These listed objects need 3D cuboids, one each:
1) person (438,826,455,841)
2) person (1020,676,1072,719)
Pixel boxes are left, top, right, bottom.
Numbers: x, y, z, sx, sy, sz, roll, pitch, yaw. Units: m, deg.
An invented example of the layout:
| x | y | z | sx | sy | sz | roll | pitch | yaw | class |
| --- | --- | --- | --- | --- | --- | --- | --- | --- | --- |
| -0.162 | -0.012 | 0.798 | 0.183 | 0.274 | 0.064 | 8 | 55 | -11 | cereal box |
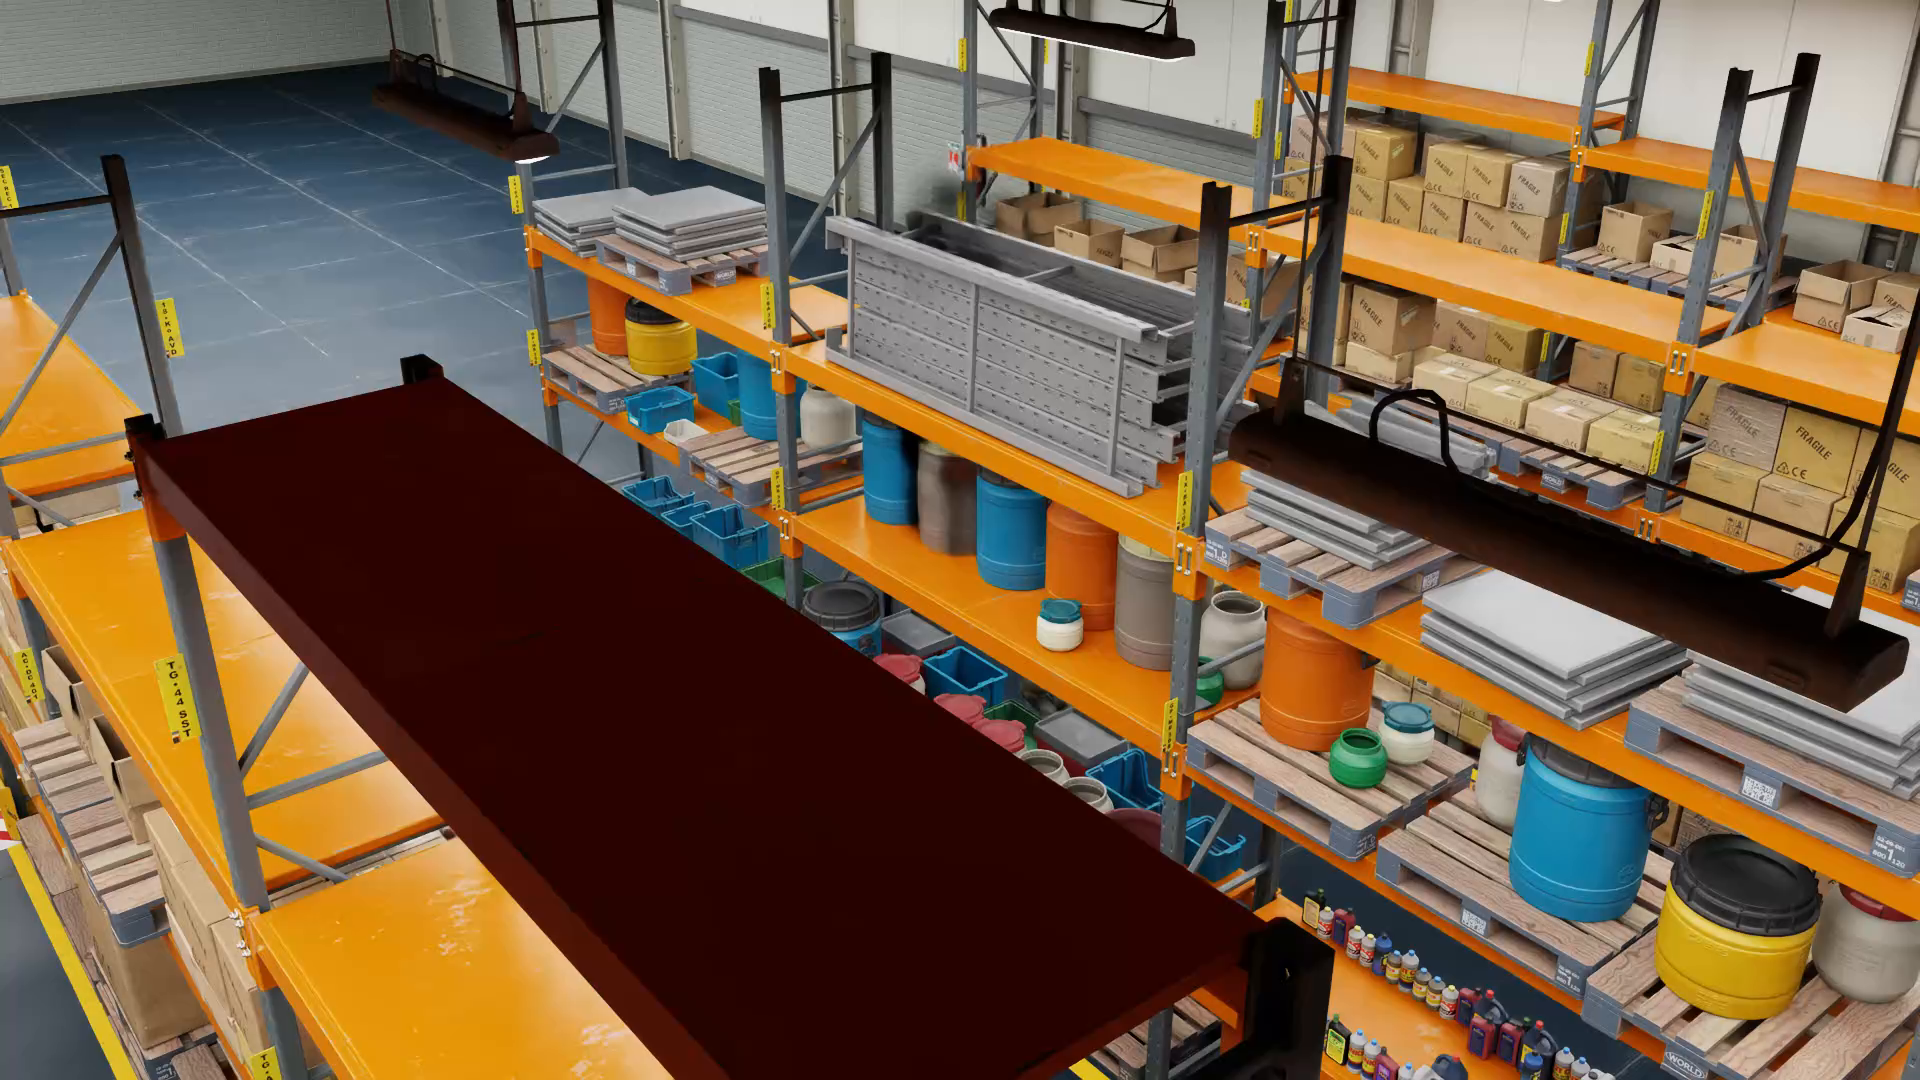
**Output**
| x | y | z | sx | sy | sz | roll | pitch | yaw | class |
| --- | --- | --- | --- | --- | --- | --- | --- | --- | --- |
| -3.816 | 2.244 | 11.373 | 0.680 | 1.608 | 0.869 | -21 | 33 | -37 | person |
| 0.848 | 1.062 | 13.907 | 0.760 | 1.683 | 0.664 | 20 | 32 | 35 | person |
